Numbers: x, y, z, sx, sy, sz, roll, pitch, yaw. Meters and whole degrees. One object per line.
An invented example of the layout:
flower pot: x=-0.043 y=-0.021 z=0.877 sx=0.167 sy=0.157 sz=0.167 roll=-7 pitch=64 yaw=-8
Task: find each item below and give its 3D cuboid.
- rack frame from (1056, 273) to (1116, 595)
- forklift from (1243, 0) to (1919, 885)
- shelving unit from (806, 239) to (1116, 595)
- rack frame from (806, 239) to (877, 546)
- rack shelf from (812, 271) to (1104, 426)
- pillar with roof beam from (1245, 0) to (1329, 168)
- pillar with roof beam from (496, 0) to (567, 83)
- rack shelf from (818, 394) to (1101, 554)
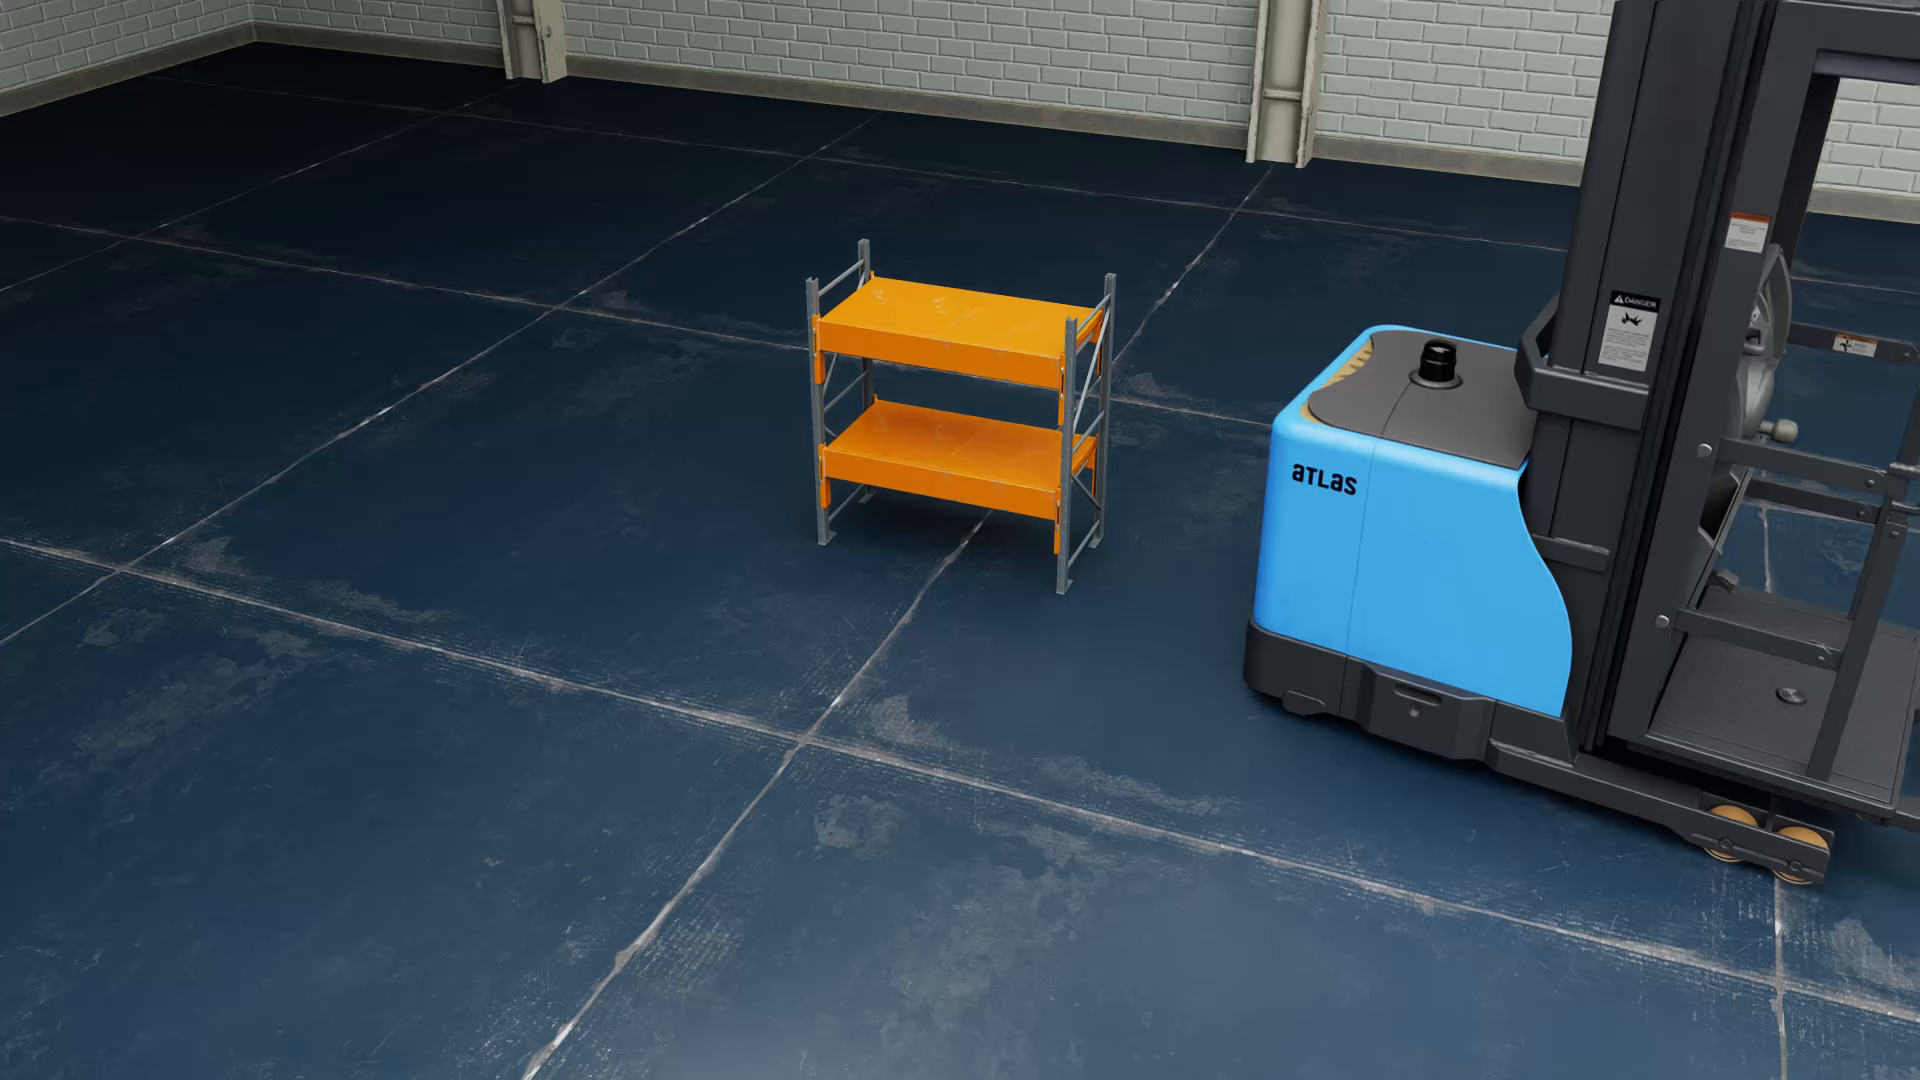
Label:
rack frame: x=0.477 y=-0.394 z=6.305 sx=0.032 sy=1.125 sz=0.500 roll=11 pitch=31 yaw=19
forklift: x=2.507 y=-0.554 z=4.751 sx=3.031 sy=2.935 sz=1.130 roll=17 pitch=33 yaw=27
shelving unit: x=0.006 y=-0.488 z=6.471 sx=1.048 sy=1.125 sz=0.538 roll=11 pitch=31 yaw=19
rack frame: x=-0.465 y=-0.582 z=6.637 sx=0.032 sy=1.125 sz=0.500 roll=11 pitch=31 yaw=19
rack shelf: x=0.006 y=-0.743 z=6.327 sx=1.000 sy=0.278 sz=0.538 roll=11 pitch=31 yaw=19
pillar with roof beam: x=0.560 y=-4.558 z=5.668 sx=0.400 sy=9.000 sz=9.100 roll=11 pitch=31 yaw=19
pillar with roof beam: x=-5.000 y=-5.668 z=7.632 sx=0.400 sy=9.000 sz=9.100 roll=11 pitch=31 yaw=19
rack shelf: x=0.006 y=-0.276 z=6.591 sx=1.000 sy=0.278 sz=0.538 roll=11 pitch=31 yaw=19
